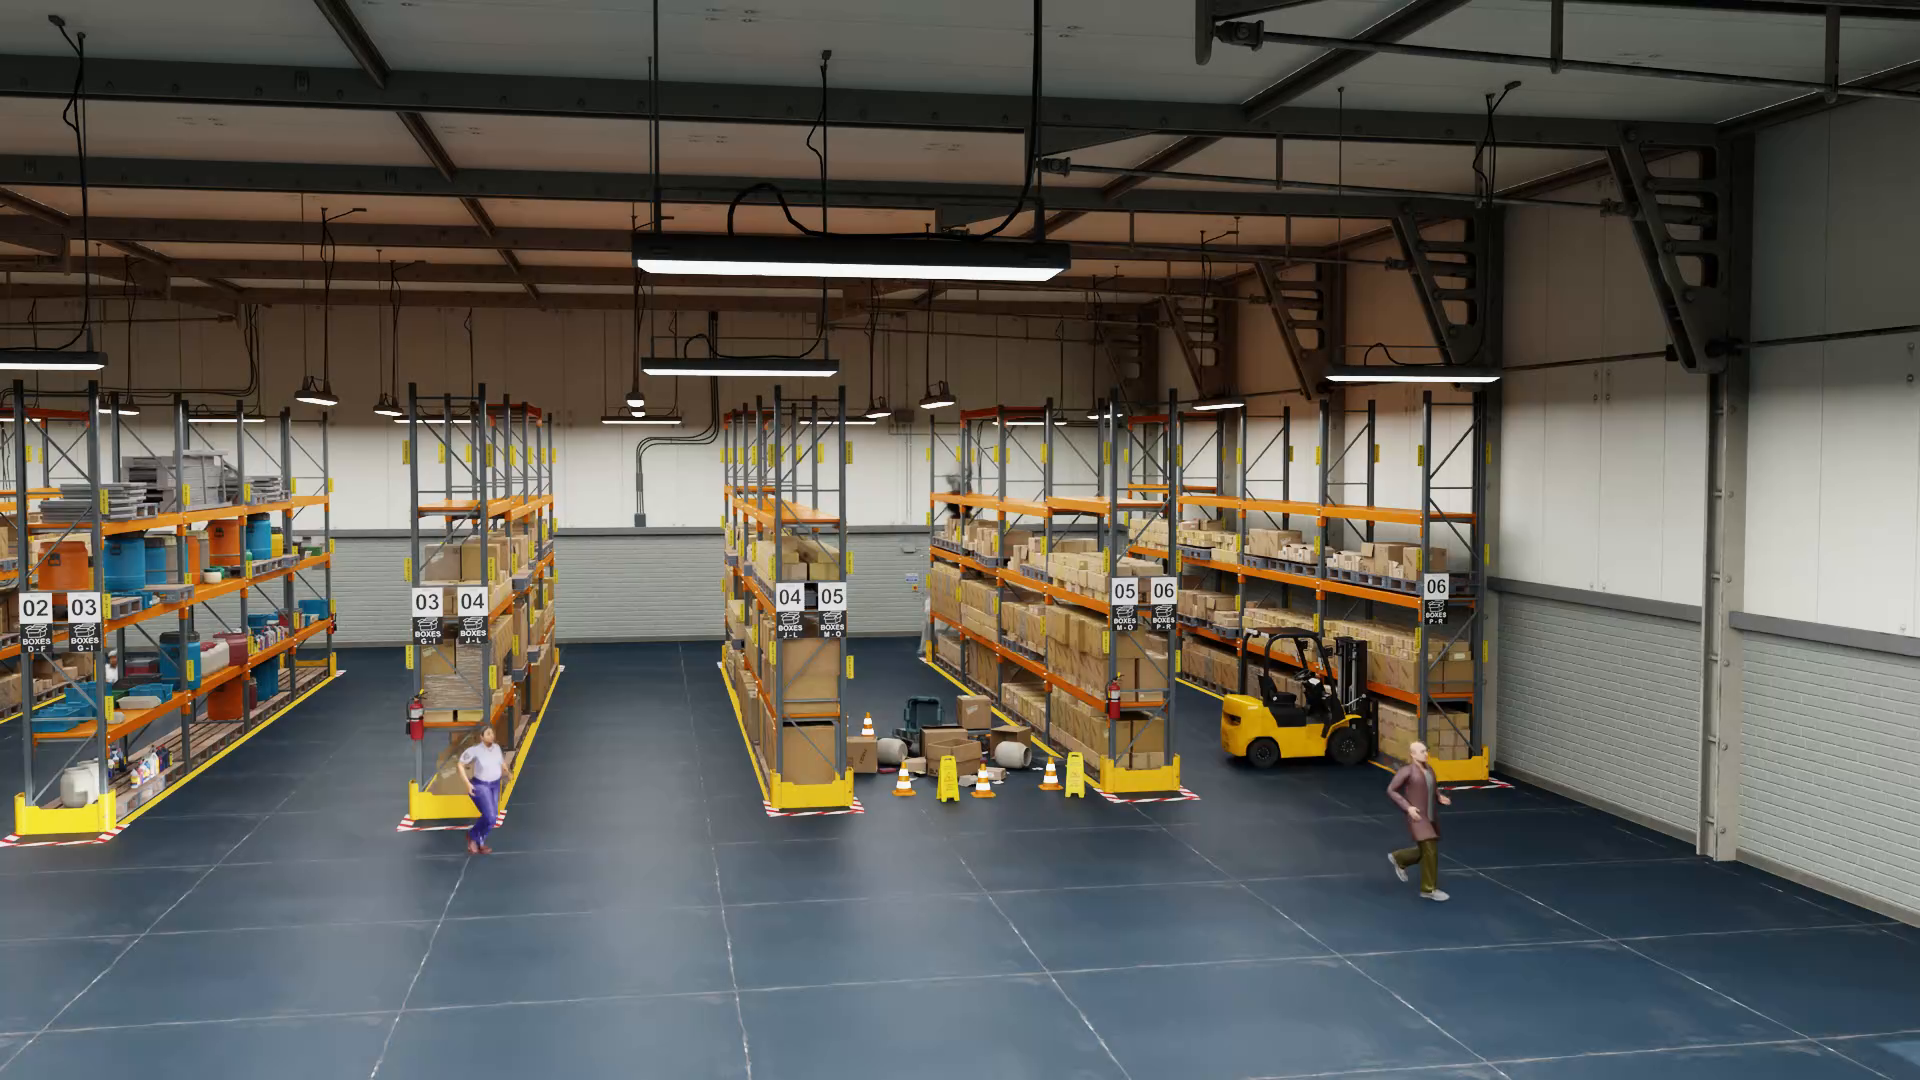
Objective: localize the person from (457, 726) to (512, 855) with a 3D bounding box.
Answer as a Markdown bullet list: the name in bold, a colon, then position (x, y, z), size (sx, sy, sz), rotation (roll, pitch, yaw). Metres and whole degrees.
- **person**: position (-5.920, 3.134, 20.860), size (0.588, 1.616, 0.594), rotation (2, 3, 31)

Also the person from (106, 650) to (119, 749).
- **person**: position (-14.522, 2.715, 28.594), size (0.614, 1.643, 0.917), rotation (-1, 3, -13)

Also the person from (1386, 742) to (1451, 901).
- **person**: position (5.203, 3.169, 18.906), size (0.720, 1.745, 0.897), rotation (-2, 4, -38)

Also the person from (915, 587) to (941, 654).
- **person**: position (-0.650, 2.020, 41.783), size (0.959, 1.774, 0.760), rotation (0, 3, -3)
